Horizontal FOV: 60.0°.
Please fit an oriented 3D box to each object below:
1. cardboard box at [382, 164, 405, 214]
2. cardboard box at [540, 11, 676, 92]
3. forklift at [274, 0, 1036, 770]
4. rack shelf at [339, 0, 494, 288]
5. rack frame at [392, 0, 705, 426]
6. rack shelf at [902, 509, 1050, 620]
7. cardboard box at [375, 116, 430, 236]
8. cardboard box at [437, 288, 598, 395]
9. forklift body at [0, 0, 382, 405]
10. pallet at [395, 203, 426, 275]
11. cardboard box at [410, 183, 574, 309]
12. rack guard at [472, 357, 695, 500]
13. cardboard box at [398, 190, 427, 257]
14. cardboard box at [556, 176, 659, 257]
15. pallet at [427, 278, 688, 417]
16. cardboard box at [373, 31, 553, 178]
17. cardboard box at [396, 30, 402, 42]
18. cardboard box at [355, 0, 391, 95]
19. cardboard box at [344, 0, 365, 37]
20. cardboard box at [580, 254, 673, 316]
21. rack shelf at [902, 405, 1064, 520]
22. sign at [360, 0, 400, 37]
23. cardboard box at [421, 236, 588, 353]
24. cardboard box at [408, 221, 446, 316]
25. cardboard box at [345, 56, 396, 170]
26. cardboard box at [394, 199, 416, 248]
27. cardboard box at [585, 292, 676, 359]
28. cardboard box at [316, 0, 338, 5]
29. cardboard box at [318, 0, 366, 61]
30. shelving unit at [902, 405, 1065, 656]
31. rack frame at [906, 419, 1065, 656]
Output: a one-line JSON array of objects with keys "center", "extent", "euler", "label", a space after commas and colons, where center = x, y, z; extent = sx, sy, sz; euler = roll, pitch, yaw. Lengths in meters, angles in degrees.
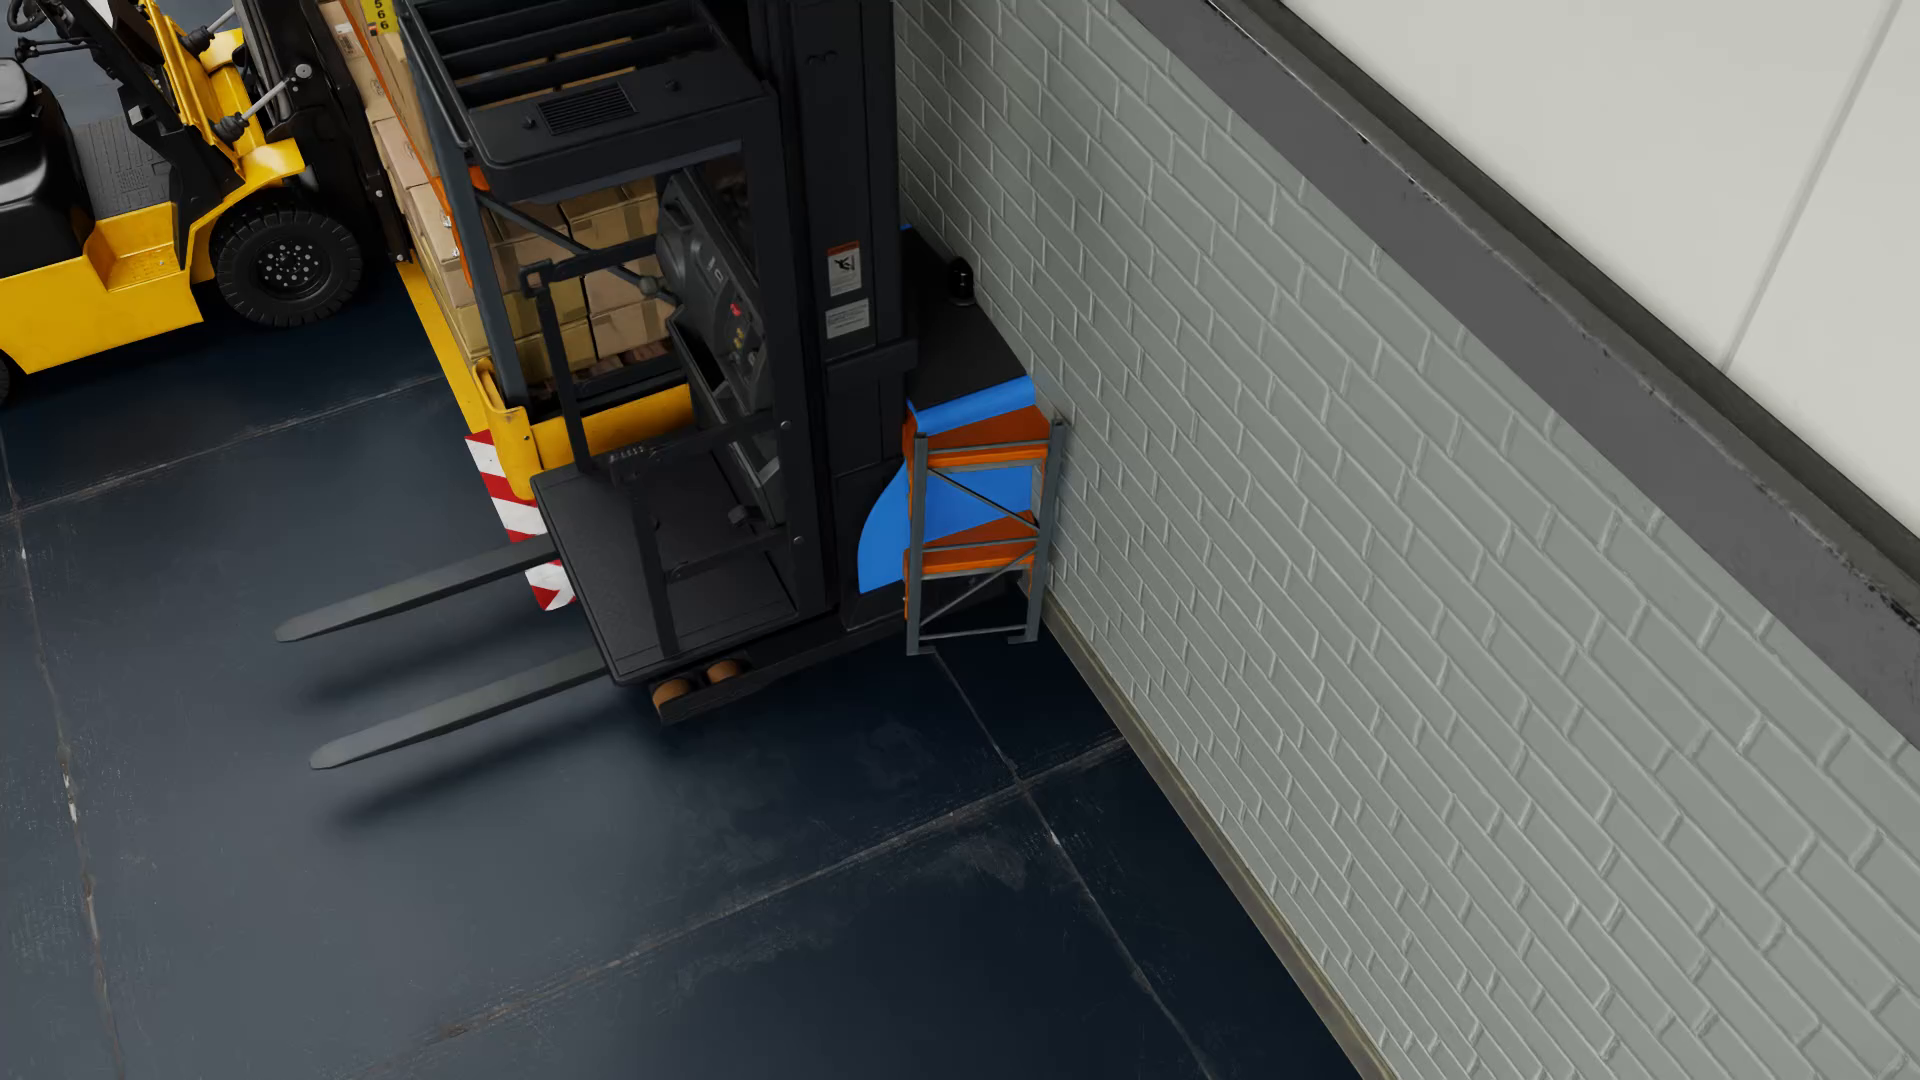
[{"center": [-2.339, -1.757, 7.403], "extent": [0.500, 0.250, 0.500], "euler": [-22, 52, -18], "label": "cardboard box"}, {"center": [-1.343, -1.924, 6.266], "extent": [0.500, 0.500, 0.500], "euler": [-20, 52, -16], "label": "cardboard box"}, {"center": [-0.992, -0.759, 5.359], "extent": [3.031, 2.935, 1.130], "euler": [-20, 52, -17], "label": "forklift"}, {"center": [-2.278, -2.566, 7.372], "extent": [1.077, 0.370, 4.000], "euler": [-21, 52, -18], "label": "rack shelf"}, {"center": [-1.363, -1.464, 5.930], "extent": [1.000, 3.000, 0.127], "euler": [-21, 52, -18], "label": "rack frame"}, {"center": [-0.033, -0.190, 6.368], "extent": [0.538, 0.278, 1.000], "euler": [-6, 48, -9], "label": "rack shelf"}, {"center": [-2.090, -1.567, 6.904], "extent": [0.500, 0.250, 0.500], "euler": [-20, 52, -17], "label": "cardboard box"}, {"center": [-1.859, -0.903, 6.987], "extent": [0.500, 0.250, 0.500], "euler": [-21, 52, -17], "label": "cardboard box"}, {"center": [-3.853, -1.825, 6.810], "extent": [2.313, 2.155, 1.214], "euler": [-21, 52, -18], "label": "forklift body"}, {"center": [-2.305, -1.859, 8.128], "extent": [1.003, 0.211, 1.213], "euler": [-21, 52, -18], "label": "pallet"}, {"center": [-1.851, -1.227, 6.606], "extent": [0.500, 0.250, 0.500], "euler": [-20, 52, -16], "label": "cardboard box"}, {"center": [-1.352, -0.625, 6.857], "extent": [1.175, 0.500, 0.348], "euler": [-21, 52, -18], "label": "rack guard"}, {"center": [-2.084, -1.419, 7.107], "extent": [0.500, 0.250, 0.500], "euler": [-22, 52, -18], "label": "cardboard box"}, {"center": [-1.415, -1.413, 6.769], "extent": [0.500, 0.250, 0.500], "euler": [-22, 52, -18], "label": "cardboard box"}, {"center": [-1.750, -1.043, 7.415], "extent": [1.003, 0.211, 1.213], "euler": [-21, 52, -18], "label": "pallet"}, {"center": [-1.822, -1.736, 6.102], "extent": [0.500, 0.500, 0.500], "euler": [-22, 52, -18], "label": "cardboard box"}, {"center": [-1.771, -1.846, 5.767], "extent": [0.380, 0.149, 0.250], "euler": [-20, 52, -17], "label": "cardboard box"}, {"center": [-2.051, -2.086, 6.408], "extent": [0.500, 0.500, 0.500], "euler": [-20, 52, -16], "label": "cardboard box"}, {"center": [-2.286, -2.429, 6.708], "extent": [0.500, 0.500, 0.500], "euler": [-22, 52, -18], "label": "cardboard box"}, {"center": [-1.394, -1.248, 6.957], "extent": [0.500, 0.250, 0.500], "euler": [-20, 52, -17], "label": "cardboard box"}, {"center": [-0.007, -0.553, 5.972], "extent": [0.538, 0.278, 1.000], "euler": [-6, 48, -9], "label": "rack shelf"}, {"center": [-1.852, -1.746, 5.250], "extent": [0.100, 0.325, 0.005], "euler": [-21, 52, -18], "label": "sign"}, {"center": [-1.864, -1.080, 6.810], "extent": [0.500, 0.250, 0.500], "euler": [-22, 52, -18], "label": "cardboard box"}, {"center": [-2.078, -1.239, 7.281], "extent": [0.500, 0.250, 0.500], "euler": [-21, 52, -18], "label": "cardboard box"}, {"center": [-2.330, -1.901, 7.196], "extent": [0.500, 0.250, 0.500], "euler": [-21, 52, -17], "label": "cardboard box"}, {"center": [-2.299, -1.577, 7.577], "extent": [0.500, 0.250, 0.500], "euler": [-21, 52, -17], "label": "cardboard box"}, {"center": [-1.414, -1.093, 7.154], "extent": [0.500, 0.250, 0.500], "euler": [-21, 52, -17], "label": "cardboard box"}, {"center": [-2.788, -2.597, 7.805], "extent": [0.500, 0.250, 0.500], "euler": [-20, 52, -16], "label": "cardboard box"}, {"center": [-2.555, -2.243, 7.495], "extent": [0.500, 0.250, 0.500], "euler": [-22, 52, -18], "label": "cardboard box"}, {"center": [-0.021, -0.355, 6.188], "extent": [0.538, 1.125, 1.048], "euler": [-6, 48, -9], "label": "shelving unit"}, {"center": [0.071, 0.017, 5.854], "extent": [0.500, 1.125, 0.032], "euler": [-6, 48, -9], "label": "rack frame"}]
